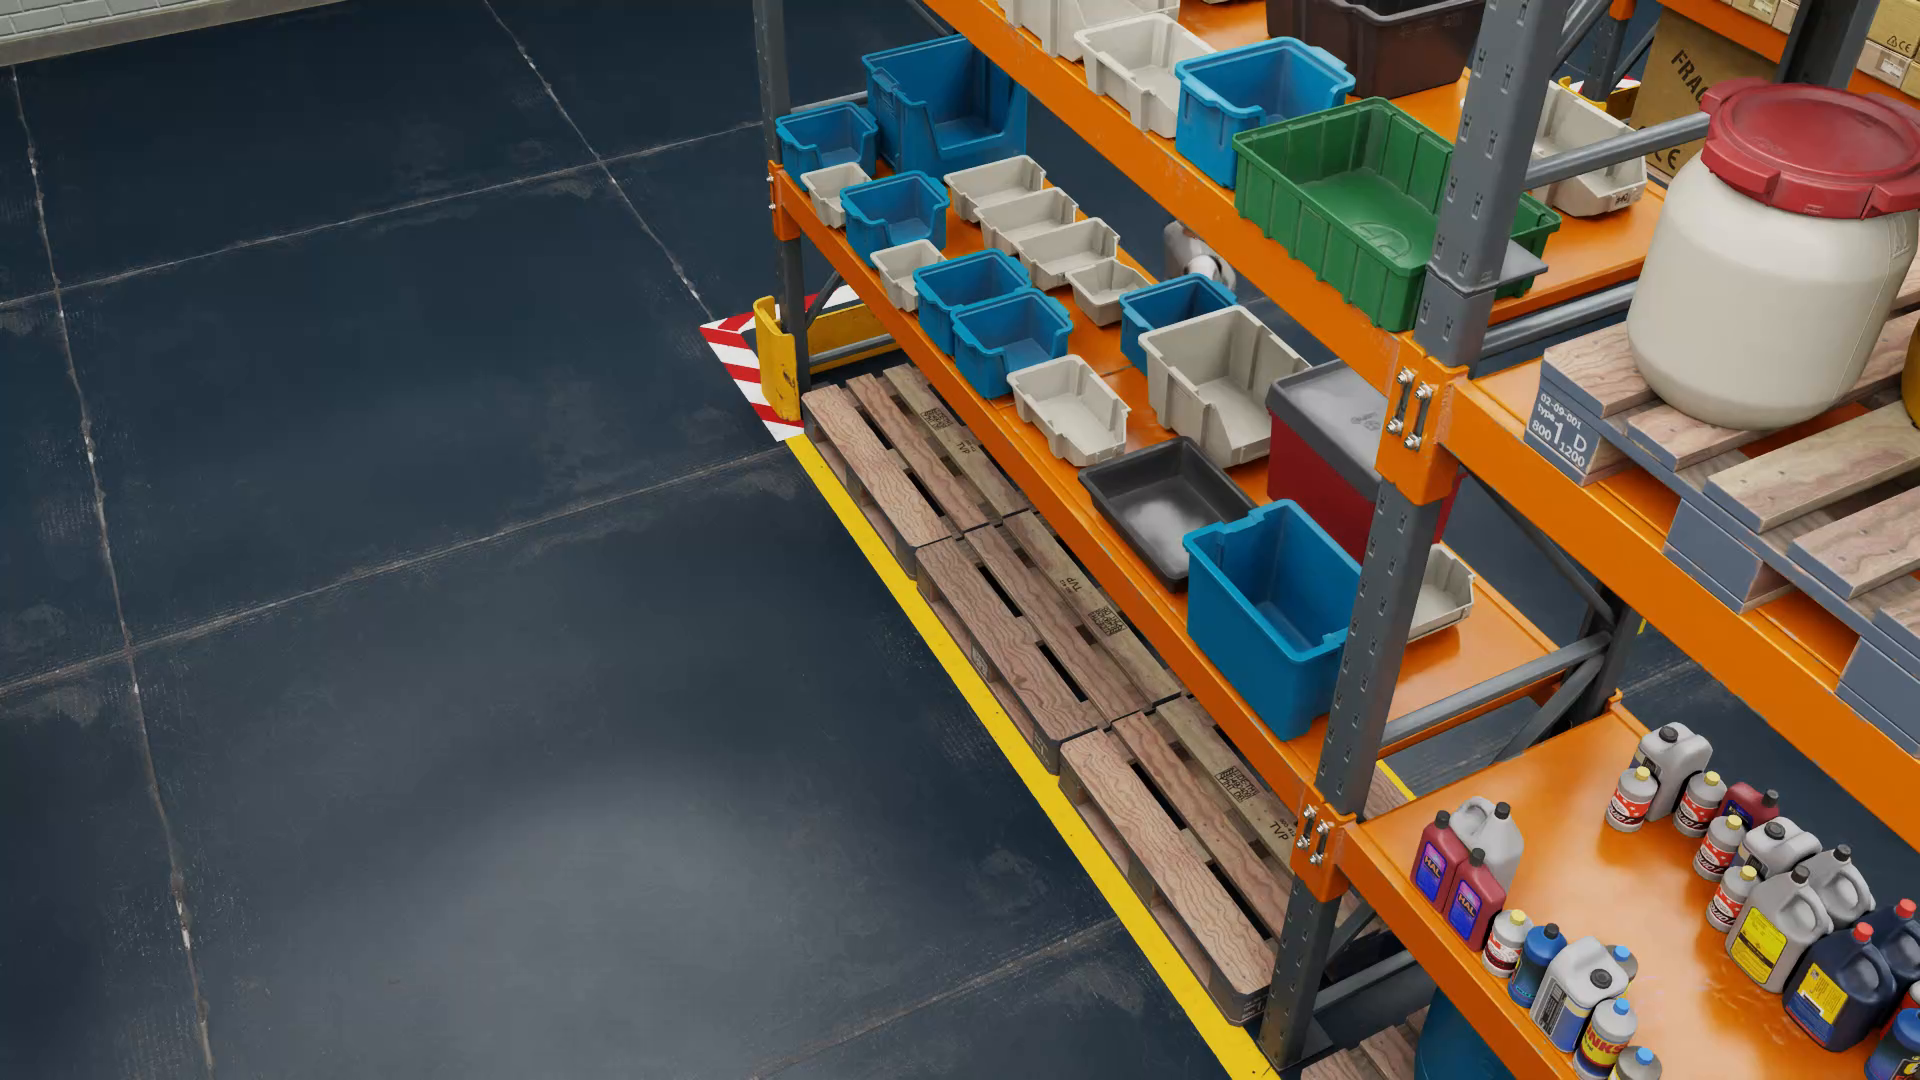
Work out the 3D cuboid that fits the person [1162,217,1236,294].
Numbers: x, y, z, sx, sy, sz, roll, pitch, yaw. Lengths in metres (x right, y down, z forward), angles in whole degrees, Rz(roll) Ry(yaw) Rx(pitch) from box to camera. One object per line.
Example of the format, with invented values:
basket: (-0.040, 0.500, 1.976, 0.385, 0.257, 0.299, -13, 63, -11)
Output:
person: (0.958, -0.780, 7.044, 0.317, 1.642, 0.503, -4, 42, -5)
